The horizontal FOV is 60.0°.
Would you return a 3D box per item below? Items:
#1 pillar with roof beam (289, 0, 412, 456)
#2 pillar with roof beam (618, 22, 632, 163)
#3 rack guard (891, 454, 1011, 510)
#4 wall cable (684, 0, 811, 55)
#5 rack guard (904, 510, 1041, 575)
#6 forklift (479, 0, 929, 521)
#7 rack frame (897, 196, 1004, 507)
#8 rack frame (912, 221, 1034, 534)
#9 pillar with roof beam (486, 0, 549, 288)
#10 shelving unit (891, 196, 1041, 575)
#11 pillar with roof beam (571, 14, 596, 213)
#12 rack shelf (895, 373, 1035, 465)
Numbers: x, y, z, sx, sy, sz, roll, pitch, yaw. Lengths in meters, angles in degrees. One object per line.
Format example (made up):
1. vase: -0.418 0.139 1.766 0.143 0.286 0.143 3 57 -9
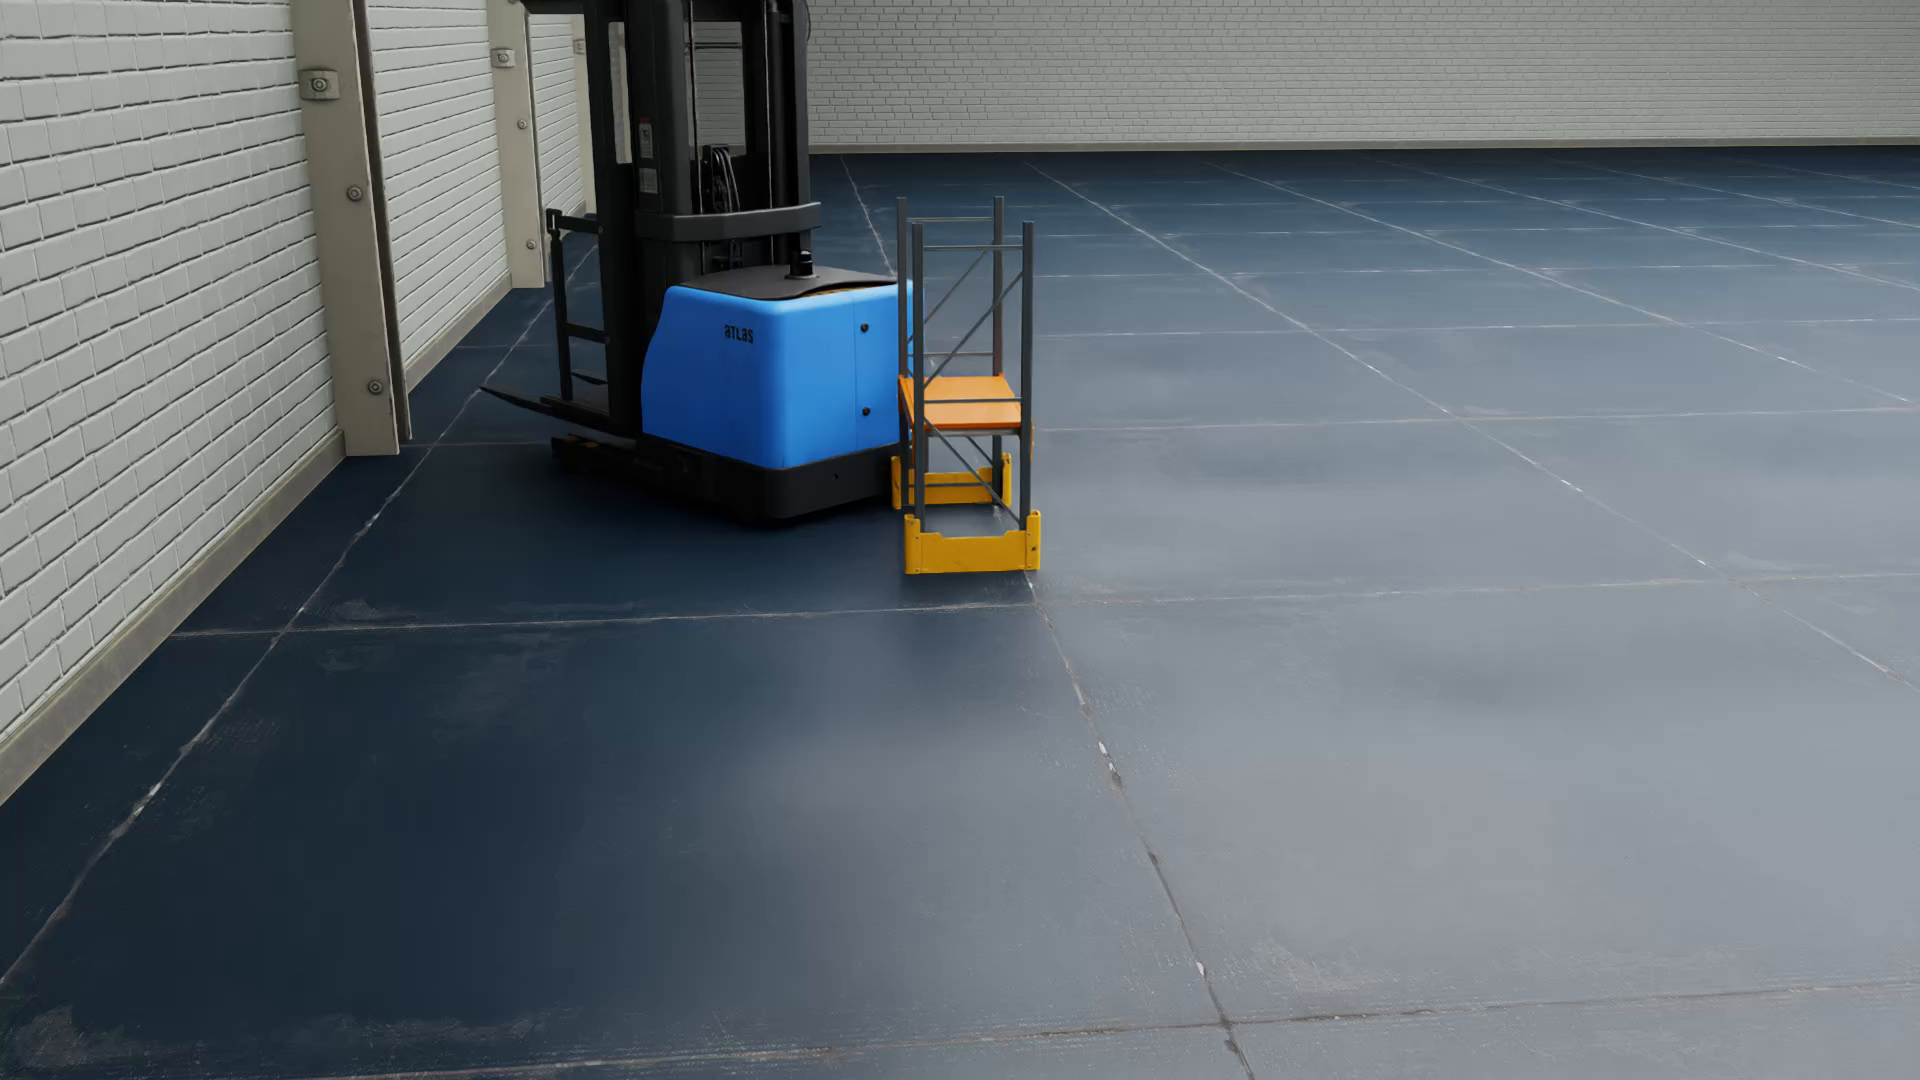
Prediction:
1. pillar with roof beam: 1.003 -4.951 8.425 9.100 9.000 0.400 -2 18 -6
2. pillar with roof beam: -0.854 -10.314 25.507 9.100 9.000 0.400 -2 18 -6
3. rack guard: -0.043 -0.286 8.171 0.587 0.250 0.087 -2 18 -5
4. wall cable: -4.124 -9.618 28.474 3.097 2.526 0.112 -2 18 -6
5. rack guard: 0.054 0.011 7.225 0.587 0.250 0.087 -2 18 -5
6. forklift: -1.550 -1.847 8.667 1.130 2.935 3.031 -17 24 -42
7. rack frame: -0.045 -0.888 8.002 0.500 1.500 0.032 -2 18 -5
8. rack frame: 0.054 -0.585 7.036 0.500 1.500 0.032 -2 18 -5
9. pillar with roof beam: 0.384 -6.739 14.119 9.100 9.000 0.400 -2 18 -6
10. shelving unit: 0.006 -0.734 7.510 0.587 1.500 1.083 -2 18 -5
11. pillar with roof beam: -0.235 -8.526 19.813 9.100 9.000 0.400 -2 18 -6
12. rack shelf: 0.005 -0.565 7.573 0.538 0.185 1.000 -2 18 -5
